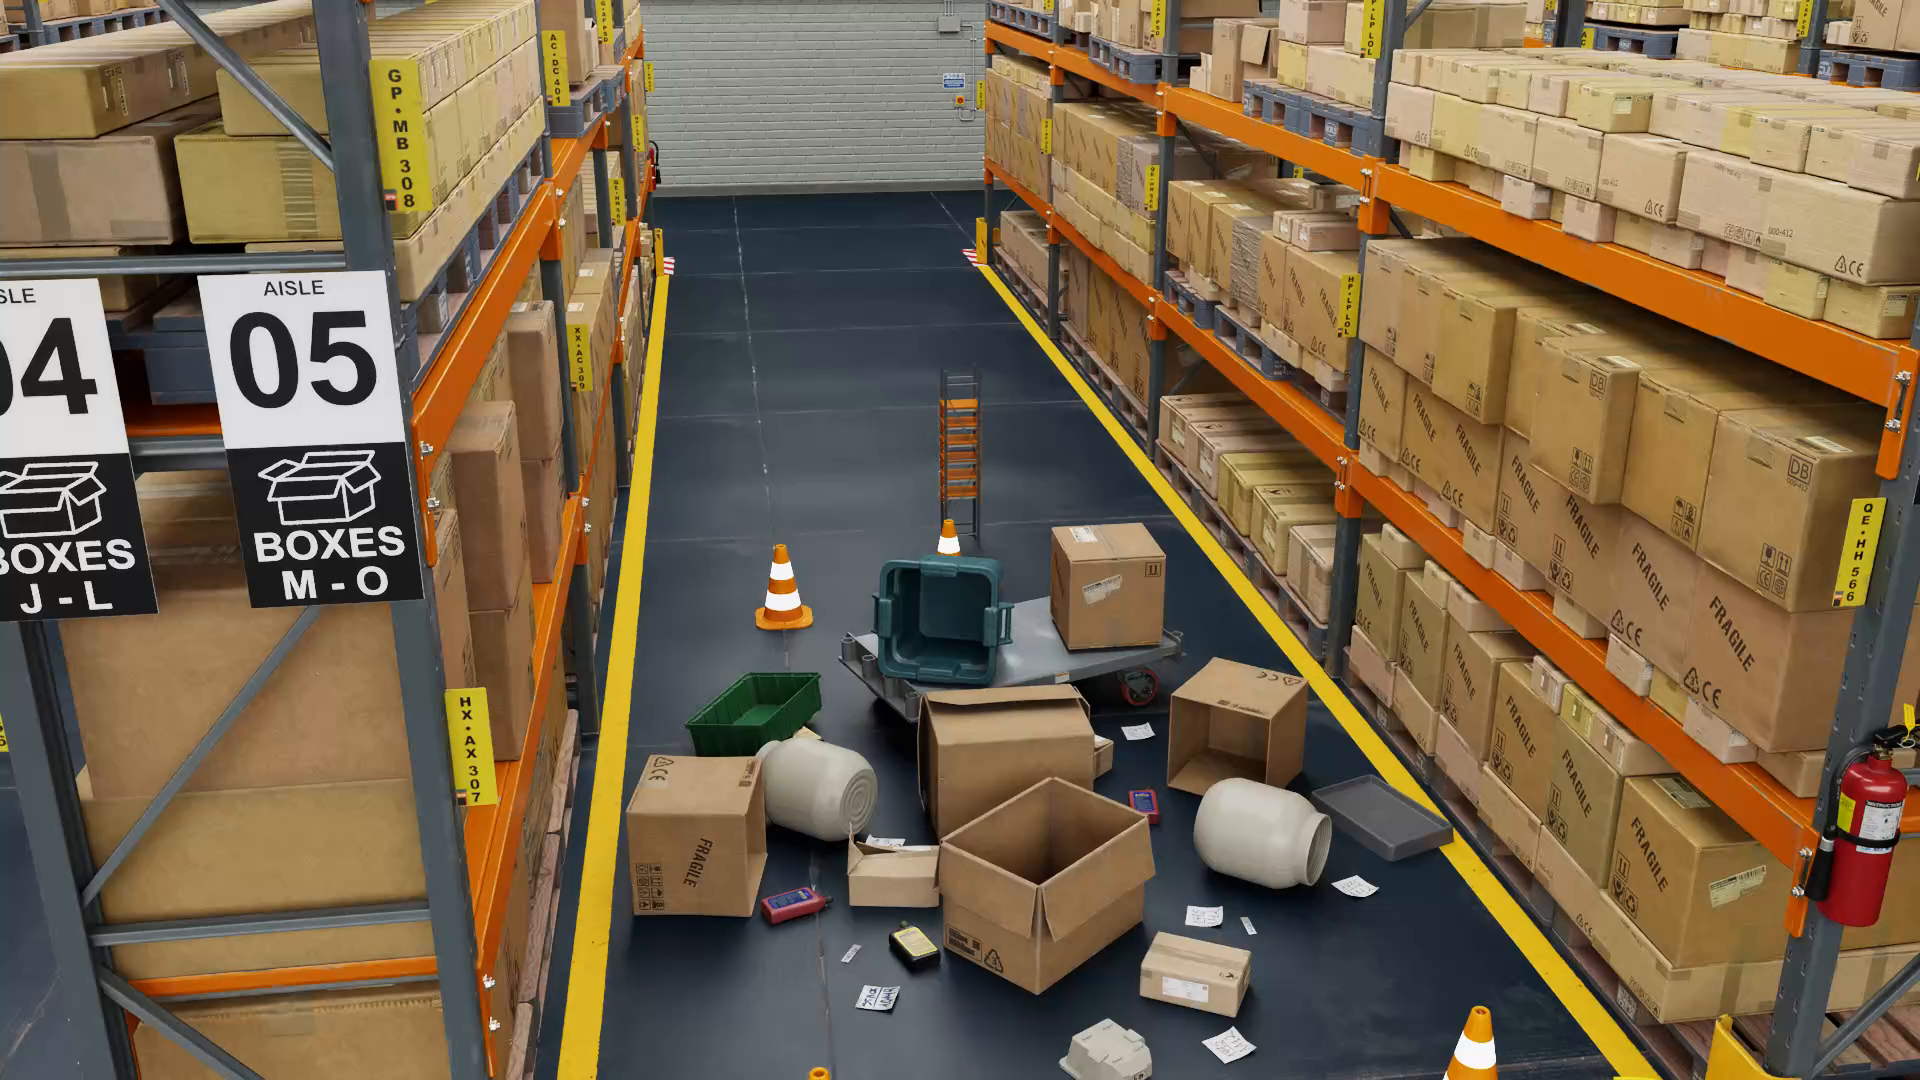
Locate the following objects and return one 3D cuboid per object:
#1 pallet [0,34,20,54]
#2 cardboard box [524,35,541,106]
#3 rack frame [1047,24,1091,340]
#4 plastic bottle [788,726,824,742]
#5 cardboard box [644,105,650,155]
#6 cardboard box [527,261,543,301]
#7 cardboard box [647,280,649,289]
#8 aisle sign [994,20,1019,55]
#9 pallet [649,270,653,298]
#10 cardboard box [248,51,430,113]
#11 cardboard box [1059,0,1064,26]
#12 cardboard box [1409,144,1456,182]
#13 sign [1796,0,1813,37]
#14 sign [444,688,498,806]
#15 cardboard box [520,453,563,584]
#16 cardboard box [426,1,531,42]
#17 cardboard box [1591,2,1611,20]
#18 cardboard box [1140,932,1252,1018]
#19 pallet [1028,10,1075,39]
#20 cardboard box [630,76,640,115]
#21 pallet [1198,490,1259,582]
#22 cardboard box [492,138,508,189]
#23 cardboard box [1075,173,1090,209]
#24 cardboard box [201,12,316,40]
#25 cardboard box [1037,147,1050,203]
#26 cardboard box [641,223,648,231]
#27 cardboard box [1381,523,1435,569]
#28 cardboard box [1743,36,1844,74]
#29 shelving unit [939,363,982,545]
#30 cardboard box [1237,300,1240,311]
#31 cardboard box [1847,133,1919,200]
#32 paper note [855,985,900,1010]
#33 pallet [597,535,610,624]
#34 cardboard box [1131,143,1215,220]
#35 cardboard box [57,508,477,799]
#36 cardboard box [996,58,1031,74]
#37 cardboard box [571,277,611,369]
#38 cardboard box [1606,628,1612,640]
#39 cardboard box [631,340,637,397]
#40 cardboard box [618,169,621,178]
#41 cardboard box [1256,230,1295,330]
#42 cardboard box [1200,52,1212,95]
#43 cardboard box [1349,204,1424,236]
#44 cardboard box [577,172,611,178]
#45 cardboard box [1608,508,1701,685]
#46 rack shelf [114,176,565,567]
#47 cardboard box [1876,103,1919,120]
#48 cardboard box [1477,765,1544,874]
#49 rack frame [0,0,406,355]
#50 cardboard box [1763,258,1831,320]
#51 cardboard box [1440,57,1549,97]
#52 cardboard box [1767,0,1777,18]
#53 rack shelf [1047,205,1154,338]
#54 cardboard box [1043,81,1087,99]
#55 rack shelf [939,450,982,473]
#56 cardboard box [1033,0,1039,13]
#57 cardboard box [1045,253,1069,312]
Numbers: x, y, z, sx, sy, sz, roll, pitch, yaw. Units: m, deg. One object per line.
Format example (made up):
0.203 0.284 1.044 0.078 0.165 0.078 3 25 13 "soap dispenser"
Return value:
-8.249 -3.950 13.490 0.805 0.209 1.217 -4 21 -10 "pallet"
-2.029 -1.955 6.921 0.500 0.250 0.500 -3 21 -8 "cardboard box"
1.376 -3.449 16.163 1.000 3.000 0.127 -3 21 -8 "rack frame"
-0.821 1.002 8.447 0.133 0.061 0.283 -15 25 -35 "plastic bottle"
-3.765 -4.593 18.657 0.500 0.500 0.500 -2 21 -7 "cardboard box"
-2.432 -1.081 8.252 0.700 0.500 0.500 -3 21 -9 "cardboard box"
-3.545 -2.793 17.882 0.380 0.149 0.250 -3 21 -7 "cardboard box"
0.502 -6.062 19.444 0.394 0.787 0.004 -3 21 -8 "aisle sign"
-3.991 -2.933 18.768 1.003 0.211 1.213 -3 21 -8 "pallet"
-1.546 -1.132 4.150 0.380 0.149 0.250 -3 21 -7 "cardboard box"
1.102 -4.797 15.077 0.396 0.266 0.258 -3 21 -8 "cardboard box"
2.312 -1.753 7.693 0.380 0.149 0.250 -3 21 -8 "cardboard box"
6.327 -3.936 12.442 0.100 0.325 0.005 -3 21 -8 "sign"
-1.228 0.522 4.181 0.100 0.325 0.005 -3 21 -8 "sign"
-2.188 -0.148 7.111 0.875 0.550 0.550 -3 21 -8 "cardboard box"
-1.950 -2.101 6.743 0.380 0.149 0.250 -3 21 -8 "cardboard box"
6.025 -4.842 15.222 0.380 0.149 0.250 -3 21 -7 "cardboard box"
0.918 1.690 6.479 0.380 0.149 0.250 8 22 20 "cardboard box"
1.269 -5.096 16.413 1.003 0.211 1.213 -3 21 -8 "pallet"
-3.463 -4.342 16.557 0.500 0.500 0.500 -3 21 -7 "cardboard box"
2.237 -0.065 11.090 1.003 0.211 1.213 -3 21 -8 "pallet"
-1.765 -1.287 5.704 0.380 0.149 0.250 -3 21 -8 "cardboard box"
1.310 -3.091 14.705 0.500 0.250 0.500 -3 21 -7 "cardboard box"
-2.489 -1.803 5.945 0.380 0.149 0.250 -3 21 -7 "cardboard box"
1.056 -3.643 16.541 0.500 0.500 0.500 -3 21 -7 "cardboard box"
-3.757 -3.518 18.974 0.380 0.149 0.250 -3 21 -7 "cardboard box"
2.306 0.021 8.202 0.380 0.149 0.250 -3 21 -7 "cardboard box"
6.550 -3.816 13.073 0.500 0.250 0.500 -4 21 -10 "cardboard box"
0.002 -0.557 10.993 0.258 1.200 0.189 -3 21 -8 "shelving unit"
2.027 -1.553 10.845 0.380 0.149 0.250 -2 21 -6 "cardboard box"
2.765 -1.057 4.692 0.380 0.149 0.250 -3 21 -7 "cardboard box"
-0.318 1.768 6.441 0.144 0.017 0.142 4 21 11 "paper note"
-2.719 0.225 10.311 1.003 0.211 1.213 -3 21 -8 "pallet"
1.619 -2.745 12.706 0.500 0.500 0.500 -3 21 -9 "cardboard box"
-1.793 0.284 4.411 0.875 0.550 0.550 -3 21 -8 "cardboard box"
0.609 -5.333 18.709 0.380 0.149 0.250 -2 21 -6 "cardboard box"
-2.458 -1.338 10.368 0.500 0.500 0.500 -3 21 -9 "cardboard box"
2.713 0.350 6.352 0.380 0.149 0.250 -3 21 -7 "cardboard box"
-2.935 -1.414 13.688 0.500 0.500 0.500 -3 21 -9 "cardboard box"
-3.255 -3.255 14.977 0.380 0.149 0.250 -2 21 -6 "cardboard box"
2.095 -1.561 9.940 0.500 0.500 0.500 -2 21 -6 "cardboard box"
1.867 -3.200 11.402 0.396 0.266 0.258 -3 21 -8 "cardboard box"
2.553 -1.917 9.967 0.380 0.149 0.250 -2 21 -5 "cardboard box"
-3.069 -2.941 13.713 0.380 0.149 0.250 -4 21 -10 "cardboard box"
2.687 0.172 5.900 0.500 0.500 0.500 -3 21 -8 "cardboard box"
-2.066 -0.770 5.732 1.077 0.370 4.000 -3 21 -8 "rack shelf"
3.267 -1.355 5.490 0.380 0.149 0.250 -3 21 -8 "cardboard box"
2.575 1.170 7.125 0.500 0.250 0.500 -4 21 -10 "cardboard box"
-1.778 -1.820 3.227 1.000 3.000 0.127 -3 21 -8 "rack frame"
2.709 -0.775 5.077 0.380 0.149 0.250 -3 21 -7 "cardboard box"
2.347 -2.034 7.307 0.380 0.149 0.250 -4 21 -10 "cardboard box"
6.588 -4.177 13.045 0.380 0.149 0.250 -4 21 -10 "cardboard box"
1.664 -2.419 14.435 1.077 0.370 4.000 -3 21 -8 "rack shelf"
1.017 -4.358 16.099 0.380 0.149 0.250 -3 21 -9 "cardboard box"
0.002 -0.515 11.008 0.258 0.103 0.180 -3 21 -8 "rack shelf"
0.929 -5.276 16.385 0.380 0.149 0.250 -2 21 -6 "cardboard box"
1.392 -2.668 17.134 0.875 0.438 0.875 -3 21 -9 "cardboard box"
